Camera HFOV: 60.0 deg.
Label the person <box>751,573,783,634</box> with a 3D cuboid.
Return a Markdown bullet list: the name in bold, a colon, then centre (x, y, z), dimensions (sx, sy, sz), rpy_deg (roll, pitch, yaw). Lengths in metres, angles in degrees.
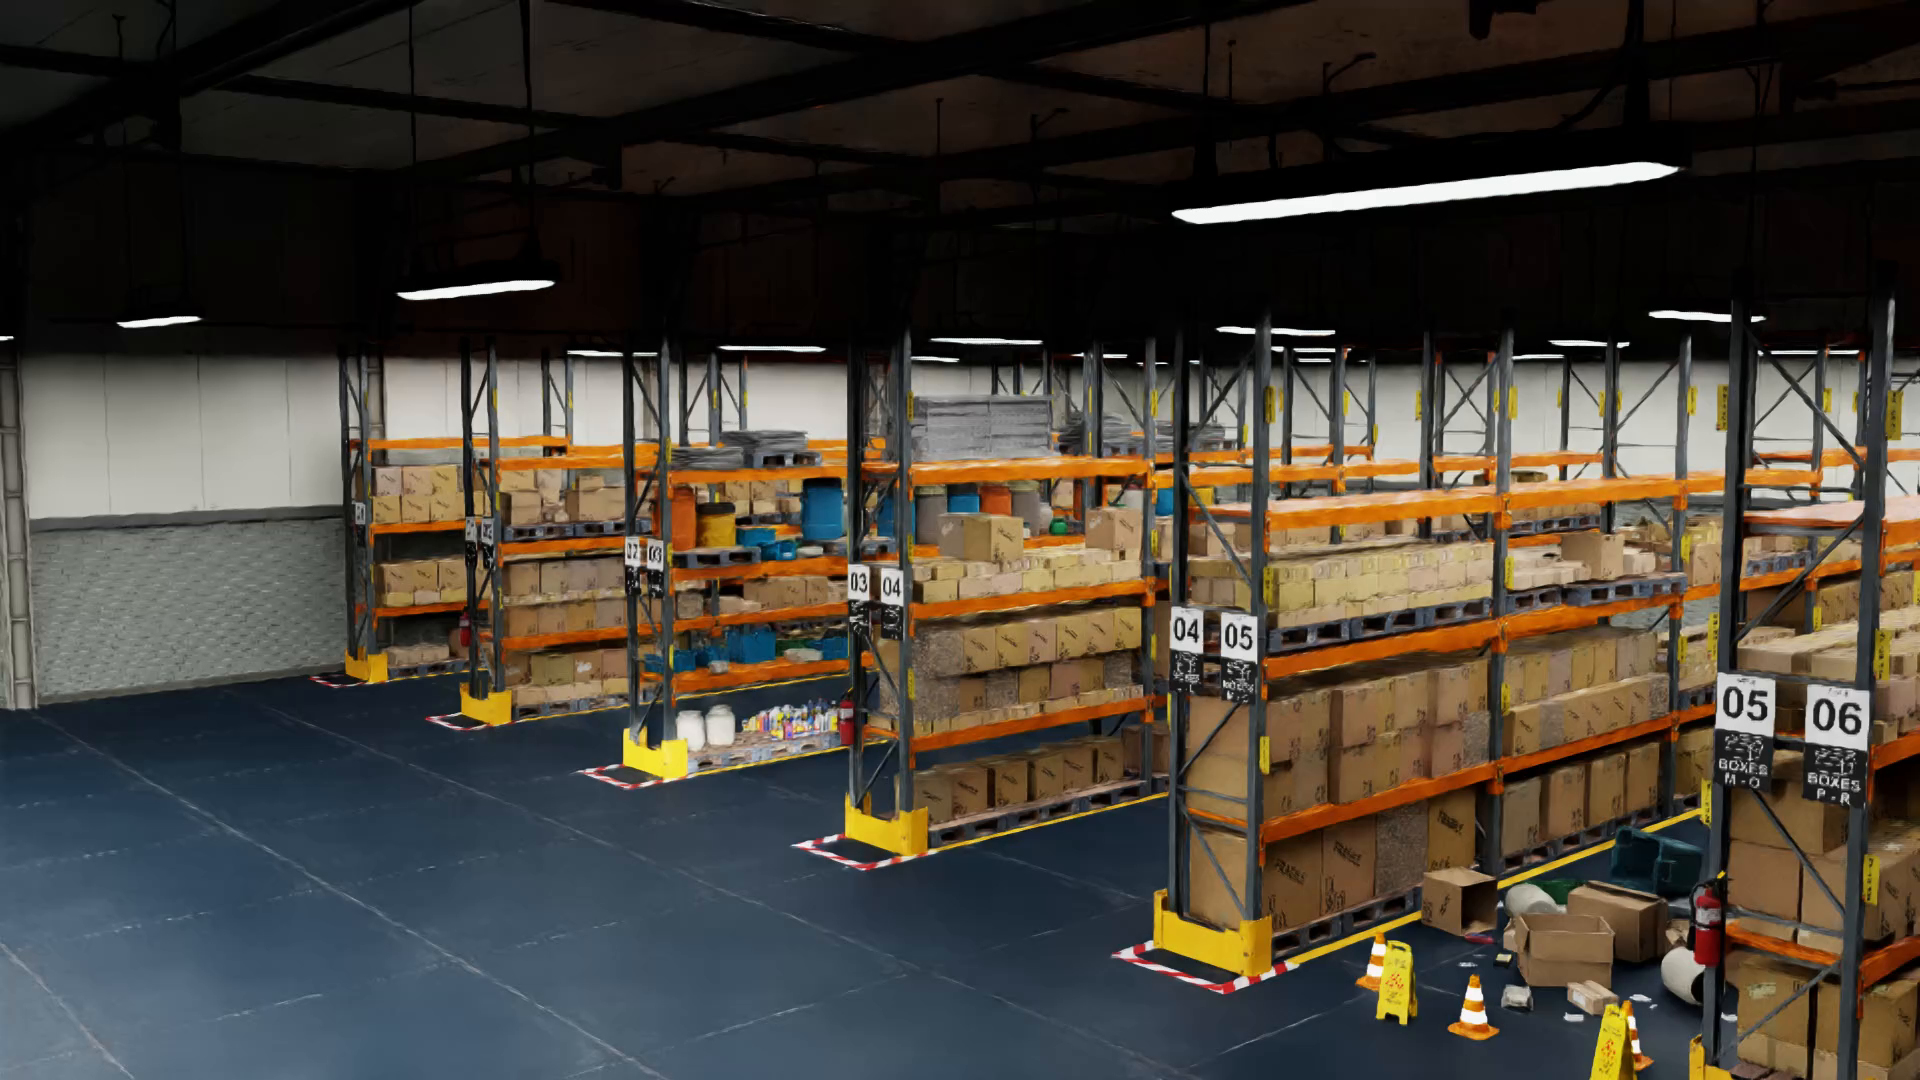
- **person**: centre (-4.041, 1.314, 33.987), dimensions (1.110, 1.586, 0.448), rpy_deg (-4, 7, -39)
